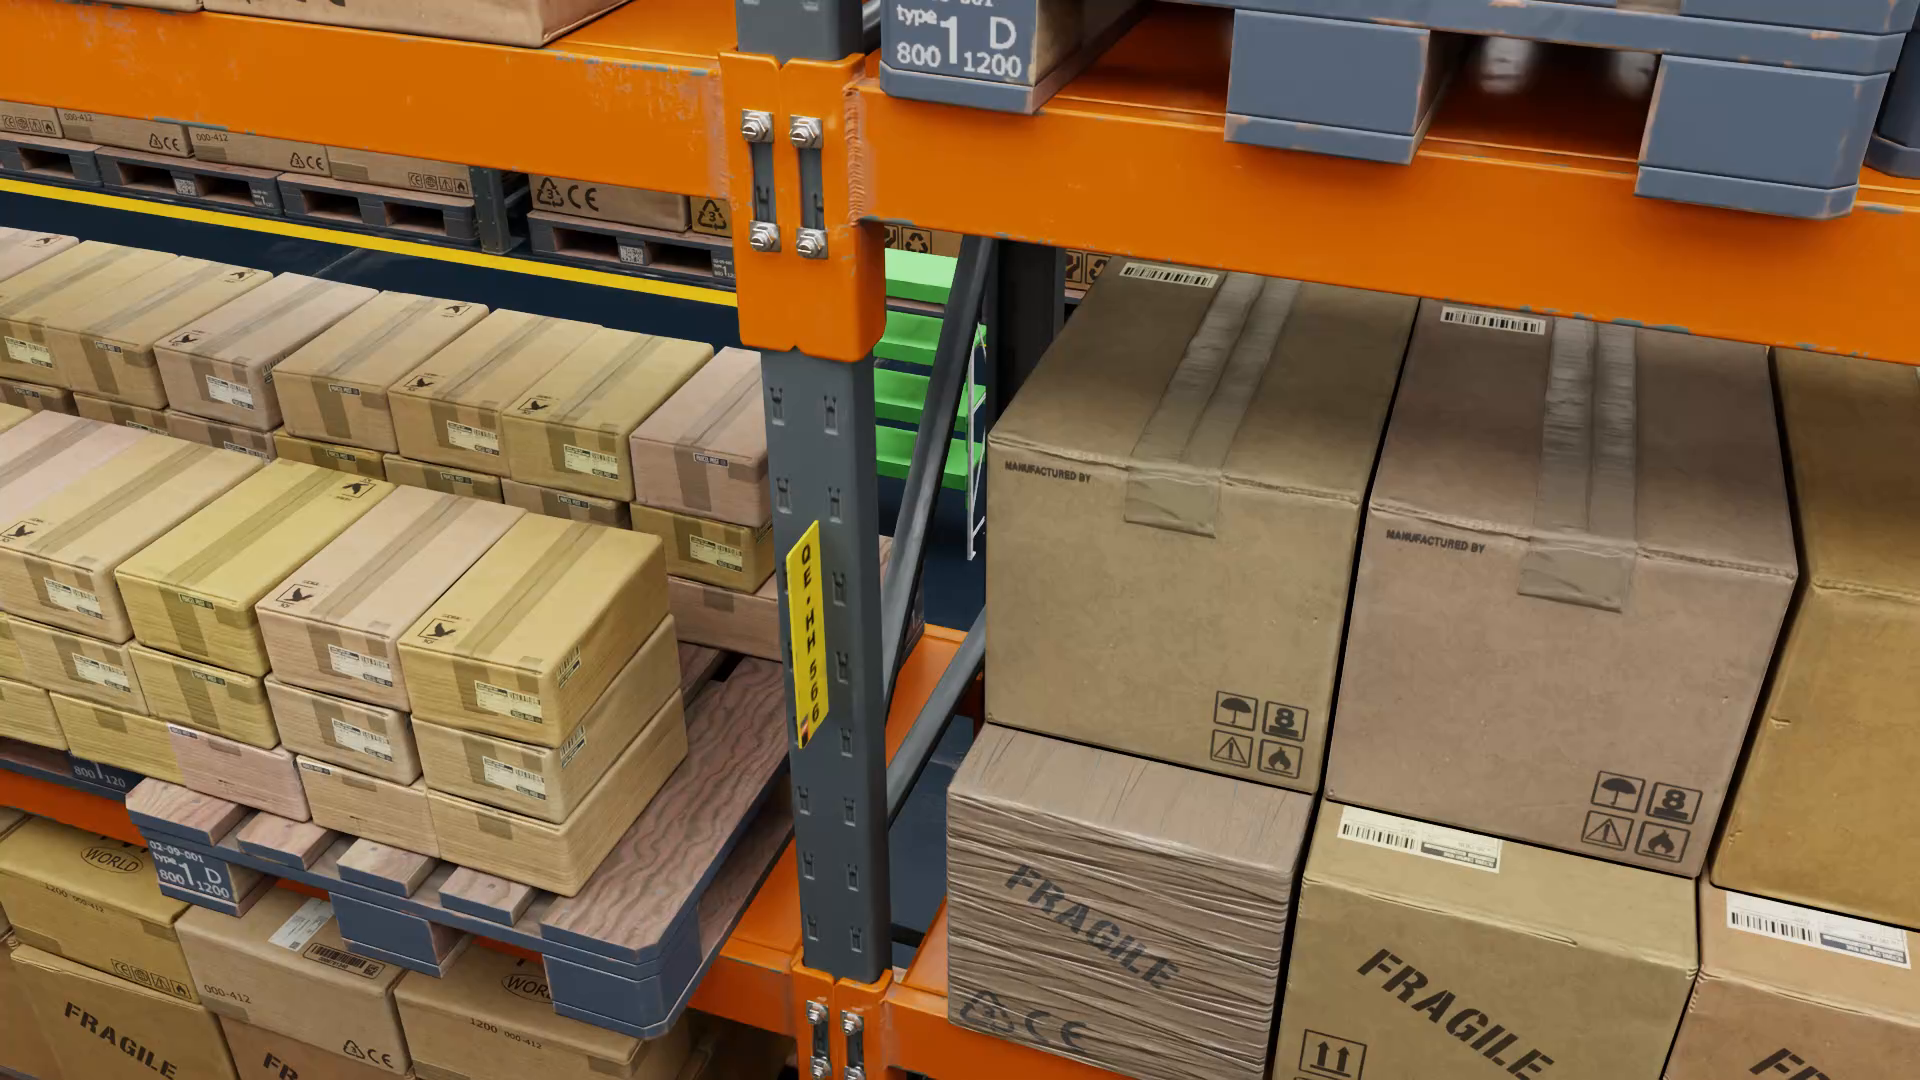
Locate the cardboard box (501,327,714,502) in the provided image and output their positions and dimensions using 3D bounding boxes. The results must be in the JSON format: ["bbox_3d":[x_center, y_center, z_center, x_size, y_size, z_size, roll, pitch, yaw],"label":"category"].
[{"bbox_3d":[-0.656,-0.245,3.160,0.250,0.149,0.380,10,34,15],"label":"cardboard box"}]

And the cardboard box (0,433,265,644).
[{"bbox_3d":[-1.383,-0.011,2.798,0.250,0.149,0.380,12,35,18],"label":"cardboard box"}]

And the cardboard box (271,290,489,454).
[{"bbox_3d":[-1.135,-0.341,3.308,0.250,0.149,0.380,10,34,14],"label":"cardboard box"}]

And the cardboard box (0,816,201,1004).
[{"bbox_3d":[-1.717,0.687,3.647,0.500,0.250,0.500,12,35,18],"label":"cardboard box"}]

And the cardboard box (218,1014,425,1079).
[{"bbox_3d":[-1.228,1.097,3.703,0.500,0.500,0.500,12,35,18],"label":"cardboard box"}]

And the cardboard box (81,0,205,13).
[{"bbox_3d":[-1.131,-1.055,2.260,0.500,0.500,0.500,11,34,16],"label":"cardboard box"}]

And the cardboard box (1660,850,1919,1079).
[{"bbox_3d":[1.253,0.669,2.356,0.500,0.500,0.500,11,34,16],"label":"cardboard box"}]

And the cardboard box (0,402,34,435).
[{"bbox_3d":[-1.865,-0.107,2.946,0.250,0.149,0.380,13,35,19],"label":"cardboard box"}]

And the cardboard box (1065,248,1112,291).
[{"bbox_3d":[0.920,-1.691,7.676,0.875,0.875,0.875,11,34,16],"label":"cardboard box"}]

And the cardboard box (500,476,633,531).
[{"bbox_3d":[-0.676,-0.128,3.253,0.250,0.149,0.380,13,35,19],"label":"cardboard box"}]

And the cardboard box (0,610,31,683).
[{"bbox_3d":[-1.620,0.066,2.953,0.250,0.149,0.380,11,34,16],"label":"cardboard box"}]

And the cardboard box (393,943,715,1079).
[{"bbox_3d":[-0.765,0.875,3.356,0.500,0.250,0.500,10,34,15],"label":"cardboard box"}]

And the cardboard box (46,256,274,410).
[{"bbox_3d":[-1.640,-0.437,3.457,0.250,0.149,0.380,12,35,18],"label":"cardboard box"}]

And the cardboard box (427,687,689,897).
[{"bbox_3d":[-0.652,0.381,2.739,0.250,0.149,0.380,12,35,17],"label":"cardboard box"}]

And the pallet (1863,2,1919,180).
[{"bbox_3d":[1.645,-0.580,1.791,1.213,0.211,1.003,13,35,19],"label":"pallet"}]

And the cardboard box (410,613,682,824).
[{"bbox_3d":[-0.651,0.253,2.662,0.250,0.149,0.380,12,35,17],"label":"cardboard box"}]

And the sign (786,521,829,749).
[{"bbox_3d":[-0.207,0.133,2.284,0.005,0.325,0.100,11,34,16],"label":"sign"}]

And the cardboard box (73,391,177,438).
[{"bbox_3d":[-1.632,-0.315,3.542,0.250,0.149,0.380,11,34,16],"label":"cardboard box"}]

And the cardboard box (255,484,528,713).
[{"bbox_3d":[-0.884,0.084,2.651,0.250,0.149,0.380,11,34,16],"label":"cardboard box"}]

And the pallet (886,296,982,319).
[{"bbox_3d":[-0.319,-1.474,8.339,1.213,0.211,1.003,11,34,16],"label":"pallet"}]

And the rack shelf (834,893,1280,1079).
[{"bbox_3d":[1.850,0.975,2.637,4.000,0.370,1.077,11,34,16],"label":"rack shelf"}]

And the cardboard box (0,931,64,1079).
[{"bbox_3d":[-2.195,0.905,4.001,0.500,0.500,0.500,12,35,17],"label":"cardboard box"}]

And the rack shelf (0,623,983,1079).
[{"bbox_3d":[-1.915,0.243,3.771,4.000,0.370,1.077,11,34,16],"label":"rack shelf"}]

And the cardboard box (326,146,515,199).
[{"bbox_3d":[-2.778,-2.241,8.930,0.875,0.438,0.875,11,34,16],"label":"cardboard box"}]

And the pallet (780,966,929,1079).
[{"bbox_3d":[-0.768,1.335,3.988,1.213,0.211,1.003,11,34,16],"label":"pallet"}]

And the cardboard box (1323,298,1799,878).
[{"bbox_3d":[0.863,0.024,2.433,0.500,0.500,0.700,11,34,16],"label":"cardboard box"}]

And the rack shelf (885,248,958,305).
[{"bbox_3d":[-0.156,-0.884,5.746,0.480,0.148,0.258,11,34,16],"label":"rack shelf"}]

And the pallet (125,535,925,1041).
[{"bbox_3d":[-0.739,0.312,3.179,1.003,0.211,1.213,11,34,16],"label":"pallet"}]

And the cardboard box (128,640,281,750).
[{"bbox_3d":[-1.152,0.159,2.809,0.250,0.149,0.380,12,35,18],"label":"cardboard box"}]

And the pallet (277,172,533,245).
[{"bbox_3d":[-2.912,-1.978,9.120,1.213,0.211,1.003,11,34,16],"label":"pallet"}]

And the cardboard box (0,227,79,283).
[{"bbox_3d":[-2.127,-0.533,3.606,0.250,0.149,0.380,9,34,14],"label":"cardboard box"}]

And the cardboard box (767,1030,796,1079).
[{"bbox_3d":[-0.612,0.921,3.975,0.500,0.500,0.500,10,34,14],"label":"cardboard box"}]

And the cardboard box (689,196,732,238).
[{"bbox_3d":[-0.759,-2.021,8.186,0.875,0.875,0.875,12,35,18],"label":"cardboard box"}]

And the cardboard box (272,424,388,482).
[{"bbox_3d":[-1.166,-0.221,3.398,0.250,0.149,0.380,11,34,17],"label":"cardboard box"}]

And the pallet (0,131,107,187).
[{"bbox_3d":[-5.209,-2.425,9.811,1.213,0.211,1.003,11,34,16],"label":"pallet"}]

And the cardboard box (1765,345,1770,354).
[{"bbox_3d":[3.480,-0.930,6.961,0.625,0.372,0.950,12,35,18],"label":"cardboard box"}]

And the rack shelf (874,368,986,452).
[{"bbox_3d":[-0.156,-0.481,6.006,0.480,0.148,0.258,11,34,16],"label":"rack shelf"}]

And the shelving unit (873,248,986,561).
[{"bbox_3d":[-0.156,-0.534,5.971,0.503,1.200,0.258,11,34,16],"label":"shelving unit"}]

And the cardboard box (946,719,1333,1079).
[{"bbox_3d":[0.299,0.485,2.641,0.500,0.500,0.500,11,35,17],"label":"cardboard box"}]

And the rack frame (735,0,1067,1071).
[{"bbox_3d":[-0.032,0.307,3.009,0.127,3.000,1.000,11,34,16],"label":"rack frame"}]

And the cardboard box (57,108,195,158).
[{"bbox_3d":[-4.469,-2.570,9.440,0.875,0.438,0.875,12,35,18],"label":"cardboard box"}]

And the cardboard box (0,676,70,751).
[{"bbox_3d":[-1.615,0.192,3.032,0.250,0.149,0.380,10,34,14],"label":"cardboard box"}]

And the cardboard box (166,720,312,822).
[{"bbox_3d":[-1.127,0.288,2.884,0.250,0.149,0.380,12,35,17],"label":"cardboard box"}]
